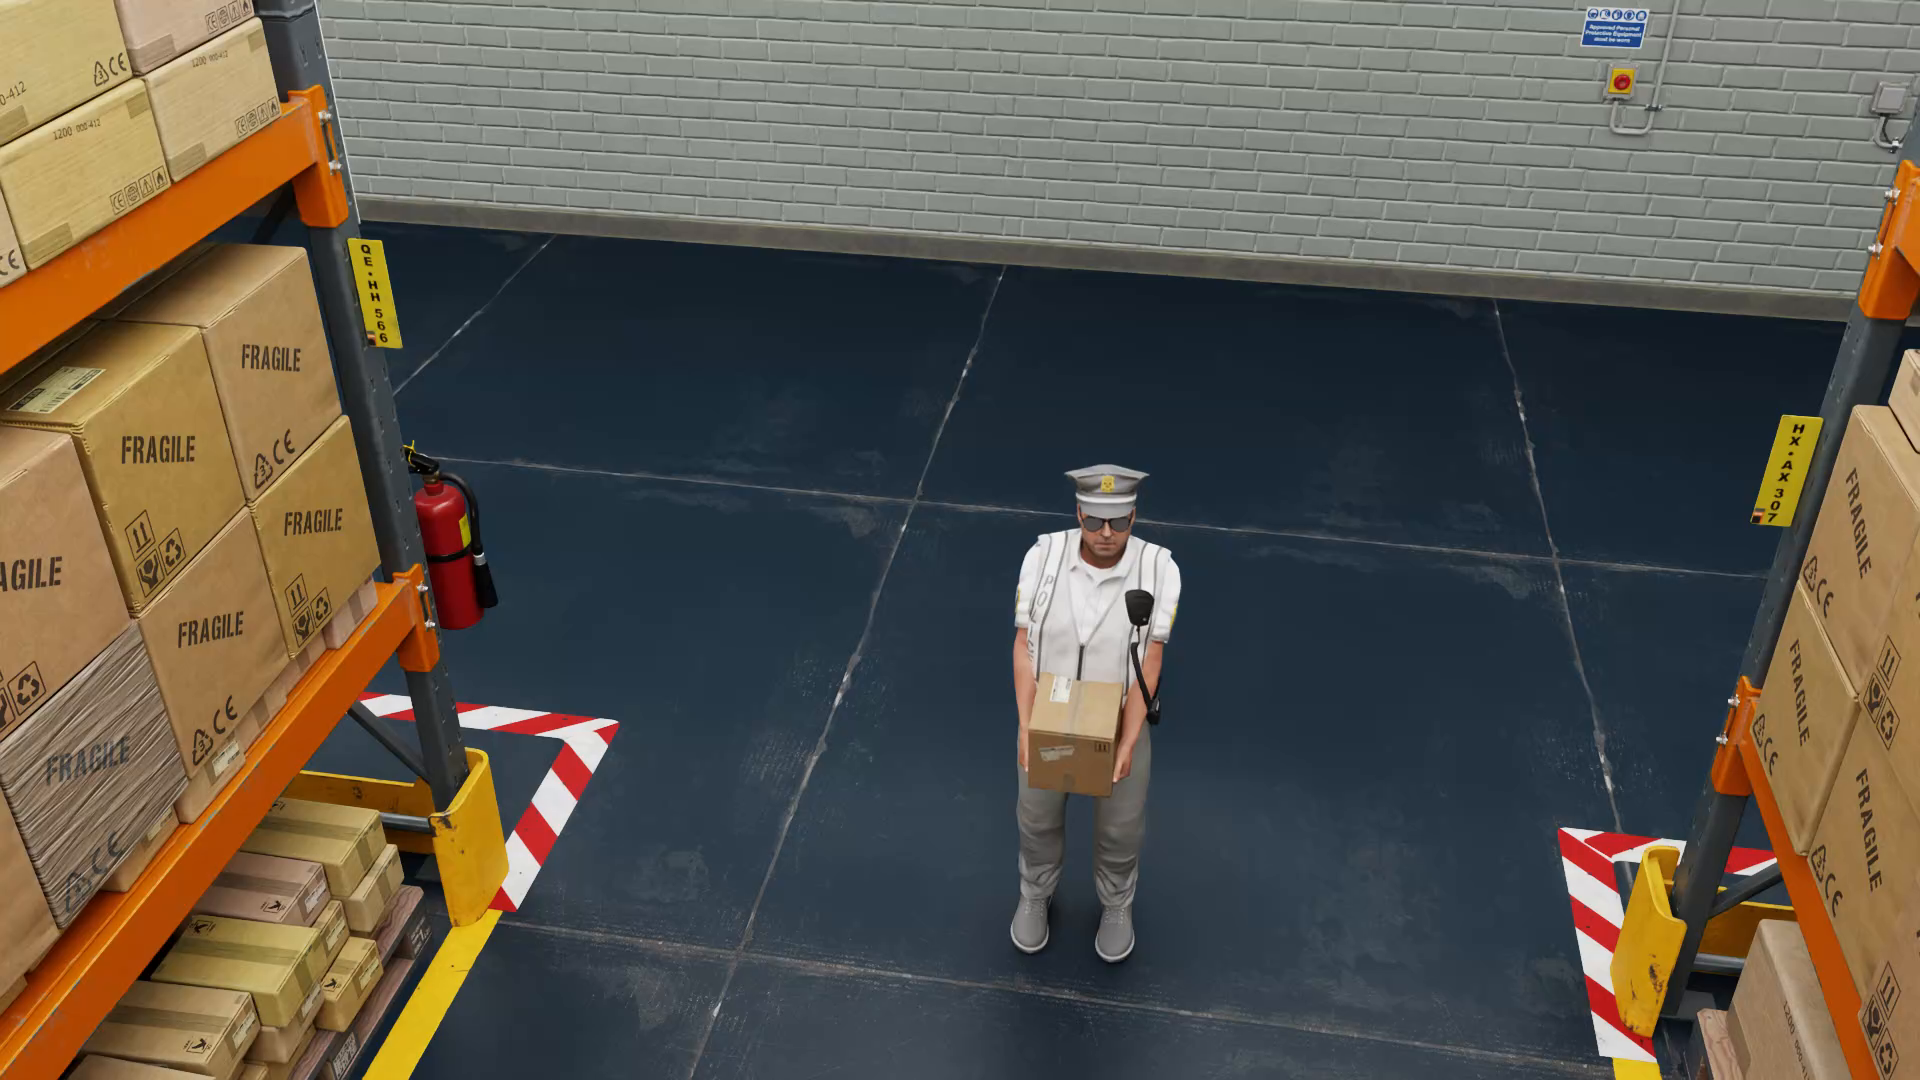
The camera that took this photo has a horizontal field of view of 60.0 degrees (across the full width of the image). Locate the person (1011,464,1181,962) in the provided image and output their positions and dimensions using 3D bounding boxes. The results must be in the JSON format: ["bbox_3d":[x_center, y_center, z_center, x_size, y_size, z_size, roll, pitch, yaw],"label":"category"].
[{"bbox_3d":[0.395,0.592,5.176,0.494,1.766,0.567,6,33,9],"label":"person"}]
